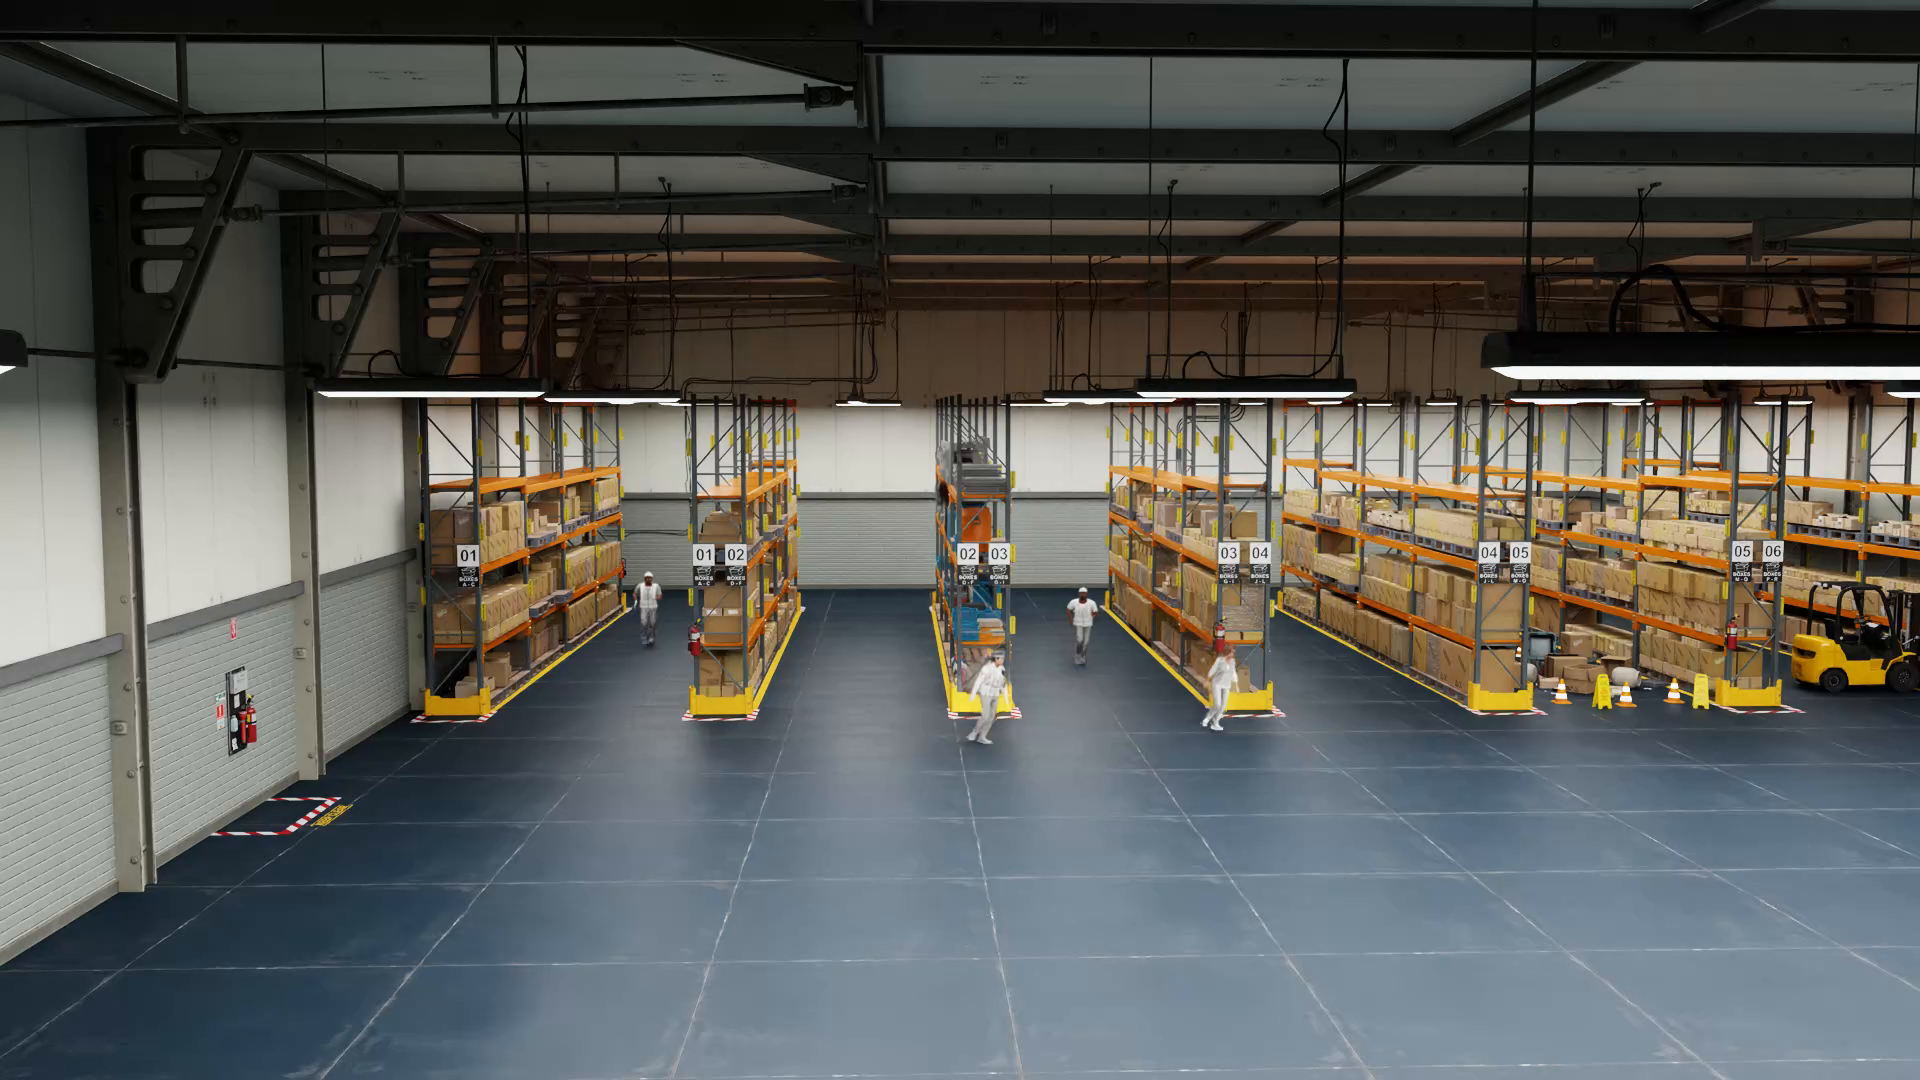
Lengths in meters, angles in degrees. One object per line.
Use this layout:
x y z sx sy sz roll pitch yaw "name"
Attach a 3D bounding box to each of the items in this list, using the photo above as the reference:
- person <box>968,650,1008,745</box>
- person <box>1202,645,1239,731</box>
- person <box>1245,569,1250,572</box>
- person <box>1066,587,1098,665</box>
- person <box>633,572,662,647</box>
0.498 2.684 28.404 0.633 1.629 0.545 -4 6 -38 "person"
4.631 2.624 29.603 0.558 1.553 0.542 -2 5 -28 "person"
8.066 1.200 46.917 0.593 1.727 0.704 1 5 8 "person"
2.753 1.929 37.161 0.687 1.754 0.690 0 5 -3 "person"
-7.540 1.672 40.187 0.677 1.792 0.711 -1 5 -12 "person"
